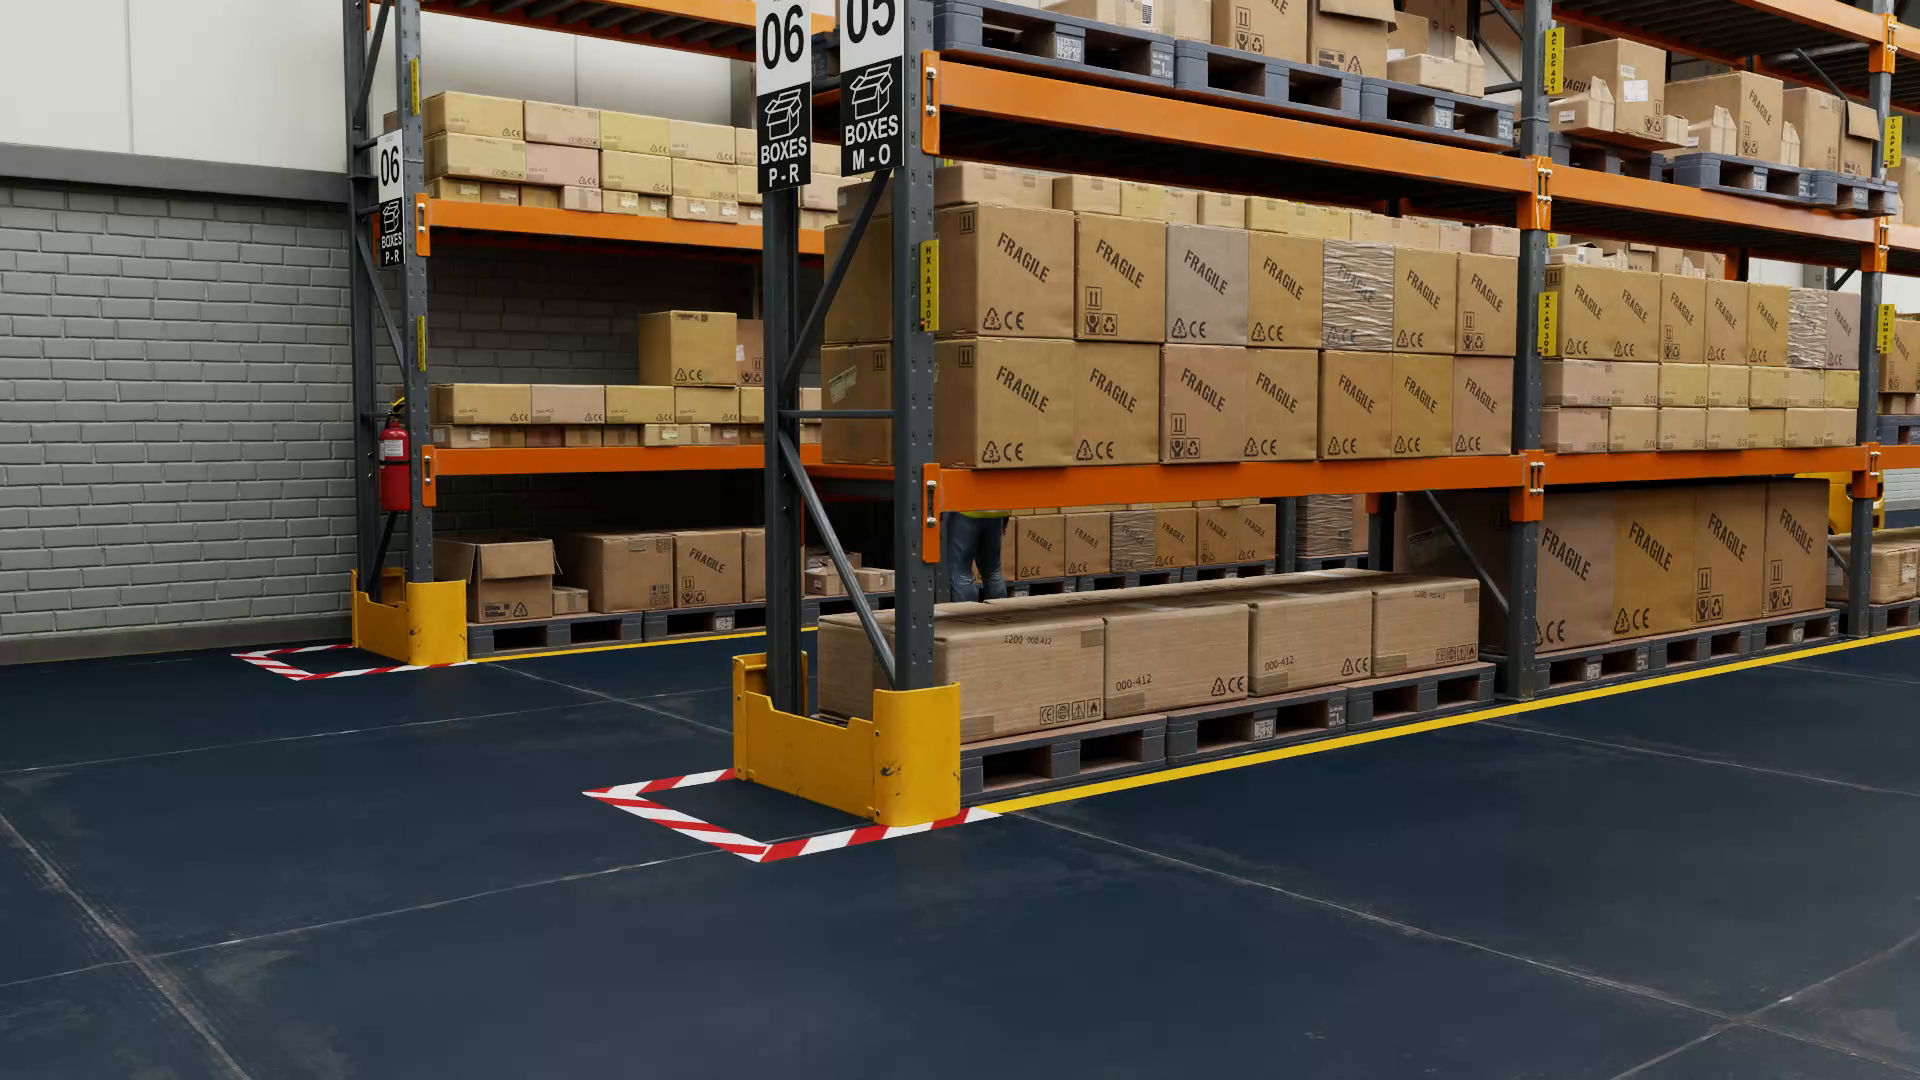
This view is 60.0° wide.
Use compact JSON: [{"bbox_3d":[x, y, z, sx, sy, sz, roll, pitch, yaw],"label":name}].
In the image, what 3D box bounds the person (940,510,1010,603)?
[{"bbox_3d":[0.089,-0.182,10.806,0.627,1.761,0.457,-3,5,-38],"label":"person"}]
